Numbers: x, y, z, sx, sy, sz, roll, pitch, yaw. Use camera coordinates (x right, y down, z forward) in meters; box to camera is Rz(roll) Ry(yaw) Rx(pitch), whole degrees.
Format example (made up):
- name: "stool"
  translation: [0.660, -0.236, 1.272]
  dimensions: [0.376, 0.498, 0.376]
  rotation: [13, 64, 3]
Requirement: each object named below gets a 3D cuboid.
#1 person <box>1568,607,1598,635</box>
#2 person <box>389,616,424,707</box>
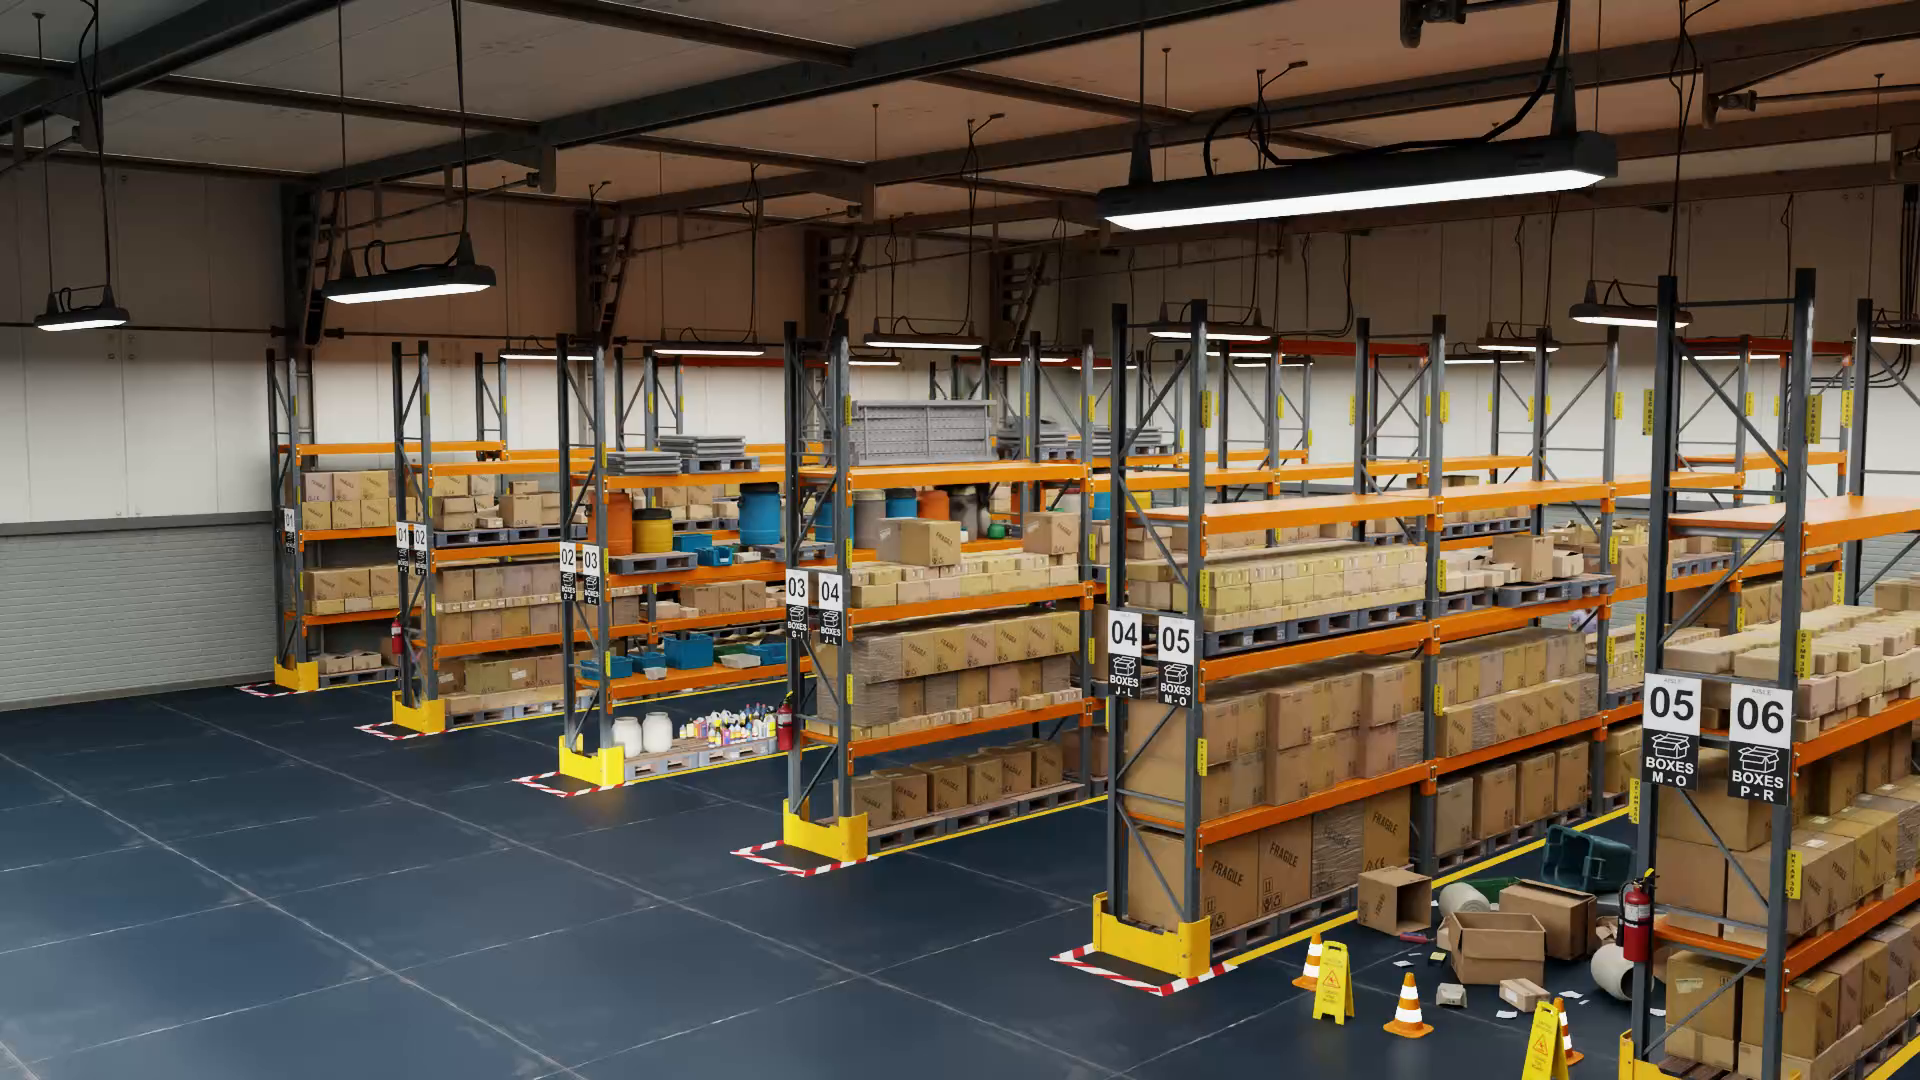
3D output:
- name: "person"
  translation: [11.105, 1.827, 29.401]
  dimensions: [0.627, 1.616, 0.449]
  rotation: [0, 5, 3]
- name: "person"
  translation: [-9.083, 2.010, 27.322]
  dimensions: [0.560, 1.562, 0.600]
  rotation: [4, 6, 38]
